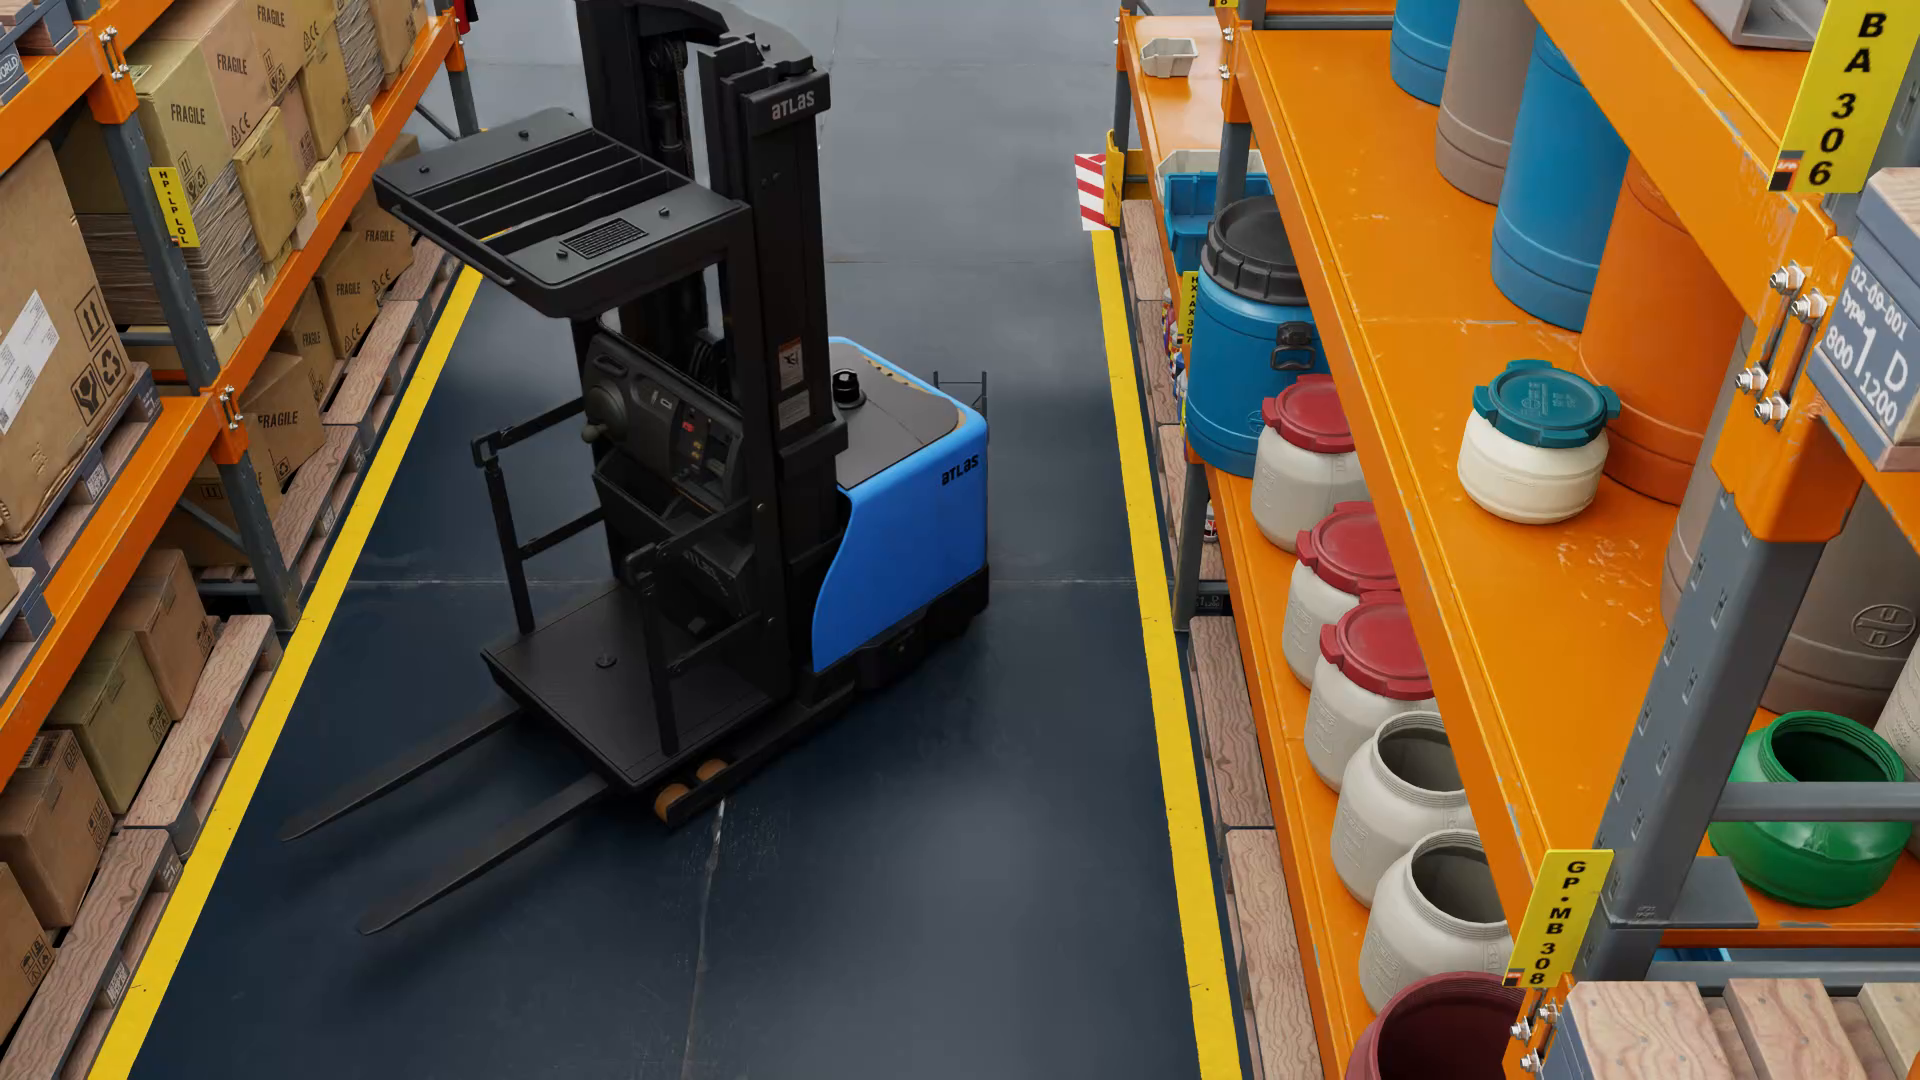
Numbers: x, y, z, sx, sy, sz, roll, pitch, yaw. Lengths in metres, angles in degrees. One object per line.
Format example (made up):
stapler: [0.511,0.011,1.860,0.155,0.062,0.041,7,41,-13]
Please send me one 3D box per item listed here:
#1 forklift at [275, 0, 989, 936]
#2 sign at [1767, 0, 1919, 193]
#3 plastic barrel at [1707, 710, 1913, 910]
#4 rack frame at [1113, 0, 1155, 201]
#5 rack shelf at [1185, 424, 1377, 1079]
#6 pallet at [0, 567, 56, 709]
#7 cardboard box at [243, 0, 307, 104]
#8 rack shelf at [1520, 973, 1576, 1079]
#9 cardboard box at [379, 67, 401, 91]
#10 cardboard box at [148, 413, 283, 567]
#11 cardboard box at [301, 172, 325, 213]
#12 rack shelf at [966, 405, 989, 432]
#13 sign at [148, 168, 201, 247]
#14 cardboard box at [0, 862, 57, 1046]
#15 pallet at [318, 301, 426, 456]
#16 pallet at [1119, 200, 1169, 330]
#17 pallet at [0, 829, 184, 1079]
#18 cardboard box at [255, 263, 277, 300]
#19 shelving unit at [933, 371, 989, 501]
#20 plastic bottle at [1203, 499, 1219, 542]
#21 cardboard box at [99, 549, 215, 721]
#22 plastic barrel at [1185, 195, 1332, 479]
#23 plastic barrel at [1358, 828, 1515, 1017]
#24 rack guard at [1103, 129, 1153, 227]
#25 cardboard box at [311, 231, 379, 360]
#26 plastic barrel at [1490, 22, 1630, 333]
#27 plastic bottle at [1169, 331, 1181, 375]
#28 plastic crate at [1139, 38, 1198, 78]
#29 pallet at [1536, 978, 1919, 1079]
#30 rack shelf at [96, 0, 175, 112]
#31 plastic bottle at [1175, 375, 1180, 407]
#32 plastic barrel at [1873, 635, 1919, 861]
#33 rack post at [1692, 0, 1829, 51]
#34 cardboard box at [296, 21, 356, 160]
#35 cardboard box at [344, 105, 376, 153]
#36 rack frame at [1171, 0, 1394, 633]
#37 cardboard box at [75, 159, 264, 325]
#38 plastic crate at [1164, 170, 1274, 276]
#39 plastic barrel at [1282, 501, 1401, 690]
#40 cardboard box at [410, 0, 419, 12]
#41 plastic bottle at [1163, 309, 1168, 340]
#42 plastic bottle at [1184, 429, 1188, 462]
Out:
forklift: [-1.271,-0.382,6.128,3.031,2.935,1.130,-32,48,-33]
sign: [0.915,-0.500,1.682,0.100,0.325,0.005,0,39,0]
plastic barrel: [1.414,0.446,2.766,0.294,0.245,0.294,0,39,0]
rack frame: [1.456,-3.293,9.706,1.000,3.000,0.127,0,39,0]
rack shelf: [1.463,0.740,5.249,1.077,0.370,4.000,0,39,0]
pallet: [-3.531,0.550,5.063,1.003,0.211,1.213,0,39,0]
cardboard box: [-3.241,-2.240,7.275,0.500,0.500,0.500,0,39,0]
rack shelf: [1.467,2.071,1.189,1.077,0.370,4.000,0,39,0]
cardboard box: [-3.254,-2.544,8.973,0.380,0.149,0.250,0,39,0]
cardboard box: [-3.453,-0.227,7.543,0.500,0.500,0.500,-1,39,-1]
cardboard box: [-3.218,-1.606,7.802,0.380,0.149,0.250,0,39,0]
rack shelf: [0.000,-0.531,7.560,0.258,0.077,0.200,0,39,0]
sign: [-2.937,-1.242,6.221,0.100,0.325,0.005,0,39,0]
cardboard box: [-3.530,1.397,5.501,0.700,0.500,0.500,3,39,4]
pallet: [-3.533,-0.885,8.931,1.003,0.211,1.213,0,39,0]
pallet: [1.499,-1.649,9.885,1.003,0.211,1.213,0,39,0]
pallet: [-3.486,1.552,5.890,1.003,0.211,1.213,0,39,0]
cardboard box: [-3.207,-1.137,7.217,0.380,0.149,0.250,0,39,0]
shelving unit: [0.000,-0.346,7.708,0.258,0.900,0.210,0,39,0]
plastic bottle: [1.148,-0.098,7.605,0.097,0.201,0.097,0,39,0]
cardboard box: [-3.513,0.400,6.745,0.700,0.500,0.500,-3,39,-4]
plastic barrel: [1.158,-0.745,6.126,0.600,0.901,0.708,0,39,0]
plastic barrel: [1.250,1.023,4.231,0.421,0.512,0.421,0,39,0]
rack guard: [1.503,-2.270,10.428,1.175,0.500,0.348,0,39,0]
cardboard box: [-3.496,-1.322,8.910,0.500,0.500,0.500,3,39,4]
plastic barrel: [1.680,-1.022,4.072,0.600,0.901,0.708,0,39,0]
plastic bottle: [1.147,-0.989,8.661,0.097,0.271,0.097,0,39,0]
plastic crate: [1.135,-2.630,9.090,0.298,0.136,0.250,0,39,0]
pallet: [1.368,1.091,1.987,1.003,0.211,1.213,0,39,0]
rack shelf: [-3.495,-2.928,7.428,1.077,0.370,4.000,0,39,0]
plastic bottle: [1.147,-0.771,8.445,0.097,0.201,0.097,0,39,0]
plastic barrel: [1.771,0.301,2.733,0.421,0.512,0.421,0,39,0]
rack post: [1.549,-1.979,3.109,1.013,1.000,3.121,0,39,0]
cardboard box: [-3.457,-2.163,7.978,0.875,0.500,0.500,0,39,0]
cardboard box: [-3.184,-2.075,8.387,0.380,0.149,0.250,0,39,0]
rack frame: [1.460,-0.792,6.585,1.000,3.000,0.127,0,39,0]
cardboard box: [-3.431,-1.225,6.807,0.875,0.500,0.500,0,39,0]
plastic crate: [1.188,-1.425,7.494,0.499,0.251,0.616,0,39,0]
plastic barrel: [1.243,0.213,5.223,0.433,0.535,0.433,0,39,0]
cardboard box: [-3.524,-3.100,9.148,0.875,0.500,0.500,0,39,0]
plastic bottle: [1.146,-1.174,8.948,0.097,0.201,0.097,0,39,0]
plastic bottle: [1.129,-0.528,8.076,0.061,0.283,0.133,2,39,3]
